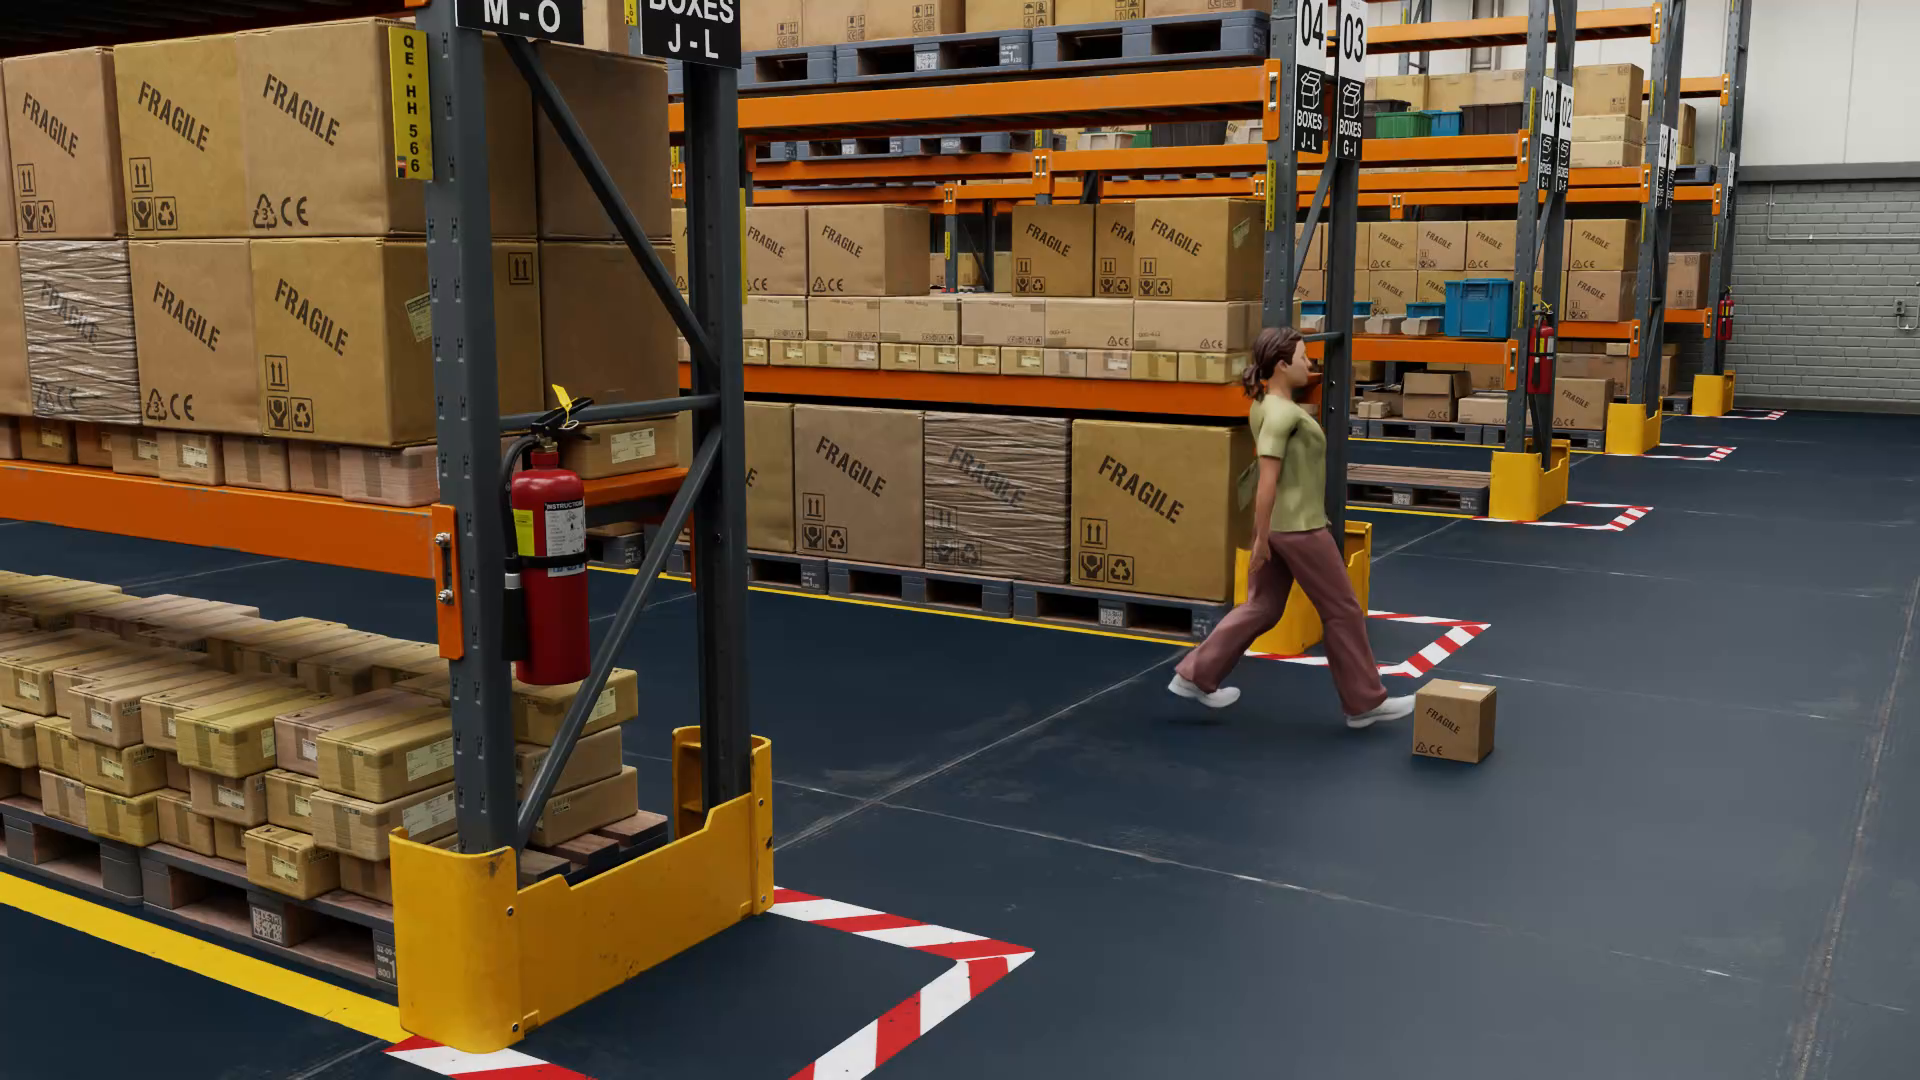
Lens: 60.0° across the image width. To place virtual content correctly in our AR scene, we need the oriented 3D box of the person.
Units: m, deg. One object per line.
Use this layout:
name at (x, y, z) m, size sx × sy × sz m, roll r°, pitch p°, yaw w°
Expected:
person at (1.365, -0.050, 6.762) m, size 1.003 × 1.625 × 0.449 m, roll -1°, pitch 10°, yaw -5°
